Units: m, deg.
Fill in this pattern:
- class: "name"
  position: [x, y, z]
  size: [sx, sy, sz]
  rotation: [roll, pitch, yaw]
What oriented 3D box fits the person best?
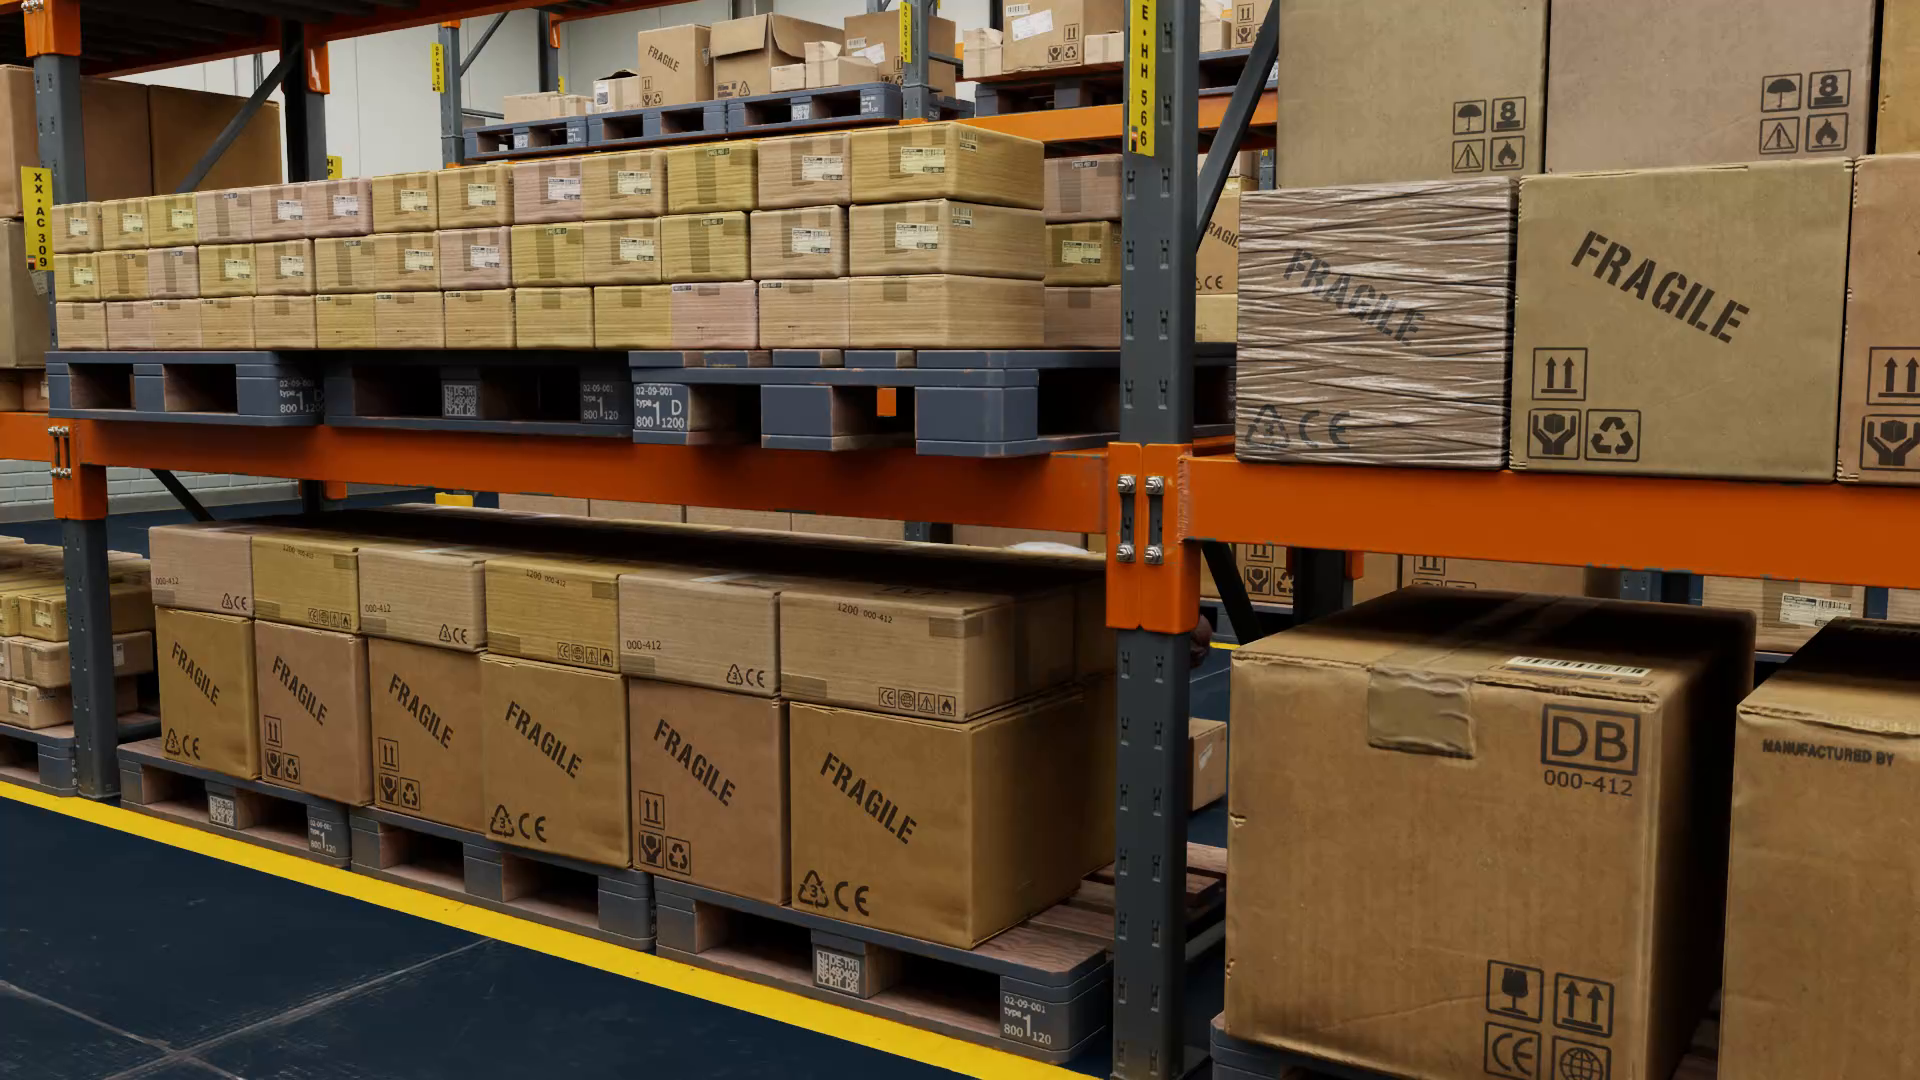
- class: "person"
  position: [0.464, 0.443, 5.701]
  size: [0.852, 0.852, 0.476]
  rotation: [4, 7, 31]
